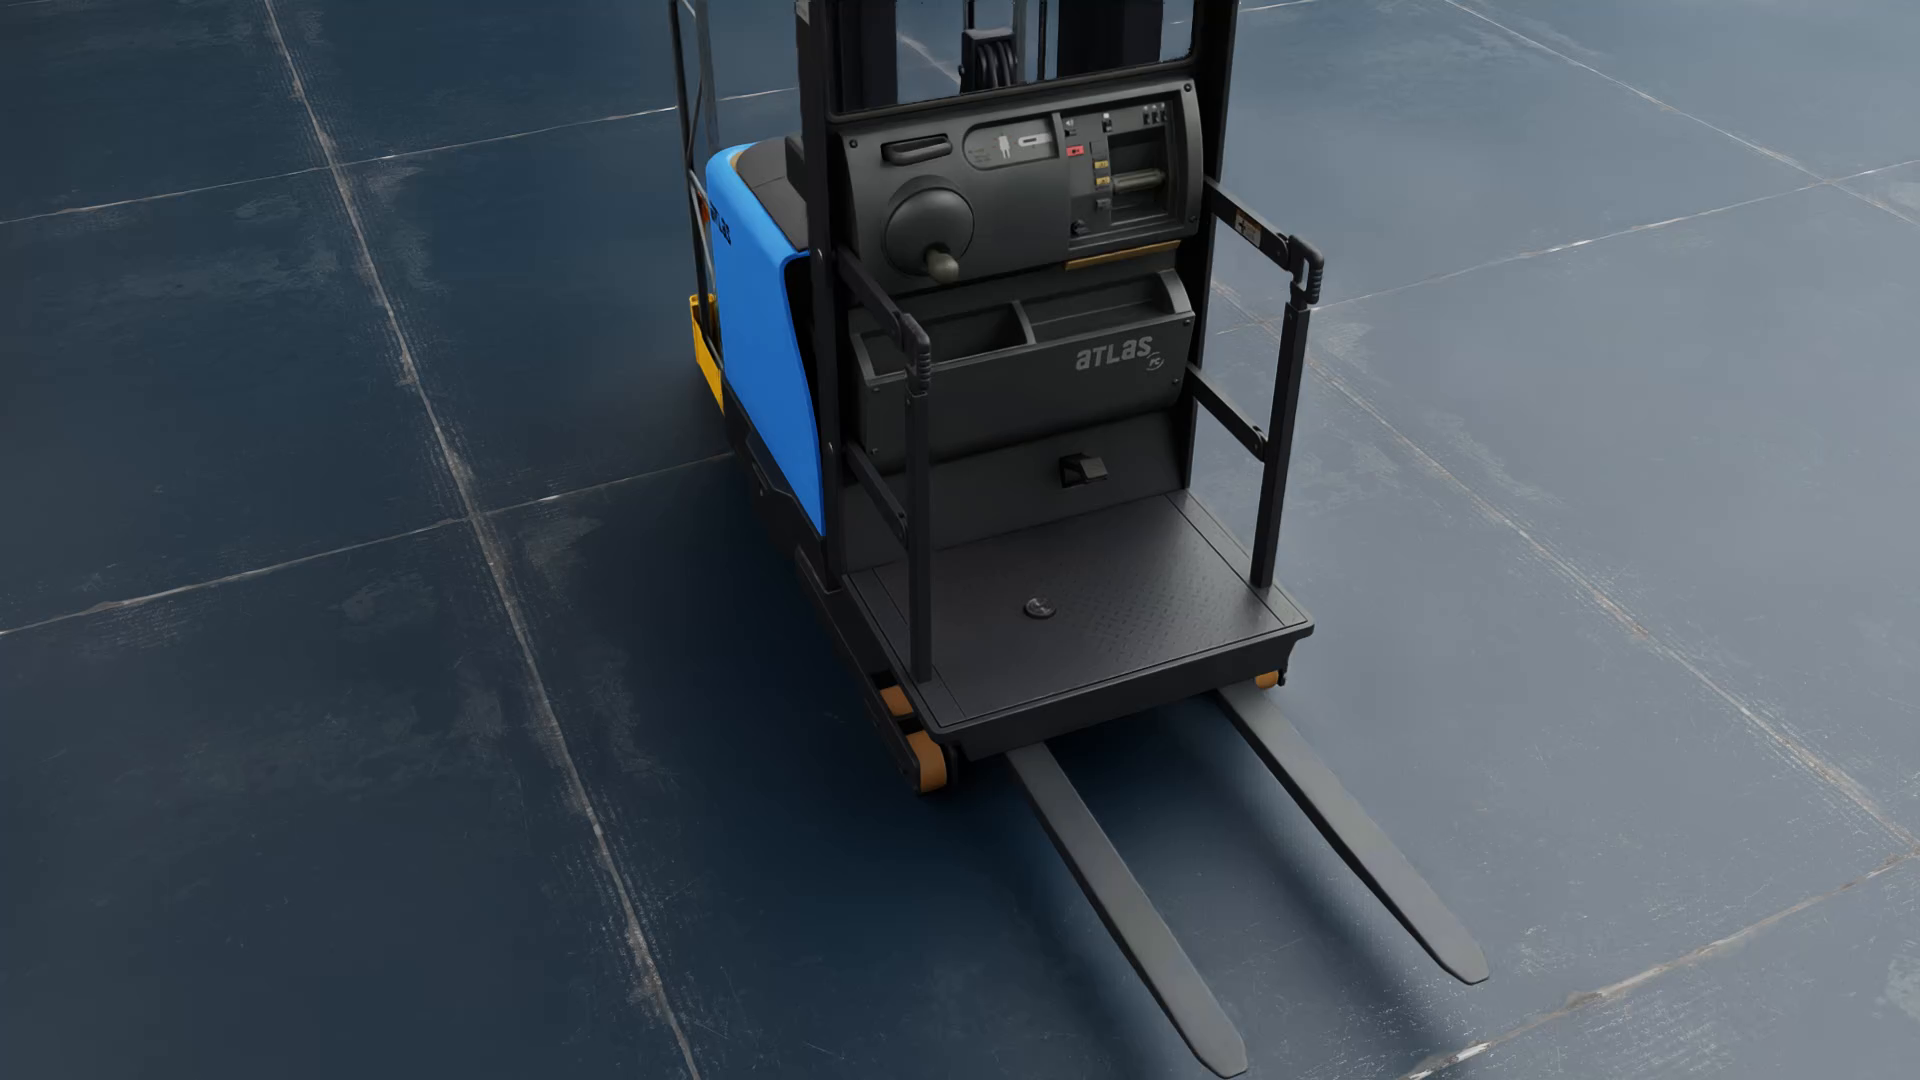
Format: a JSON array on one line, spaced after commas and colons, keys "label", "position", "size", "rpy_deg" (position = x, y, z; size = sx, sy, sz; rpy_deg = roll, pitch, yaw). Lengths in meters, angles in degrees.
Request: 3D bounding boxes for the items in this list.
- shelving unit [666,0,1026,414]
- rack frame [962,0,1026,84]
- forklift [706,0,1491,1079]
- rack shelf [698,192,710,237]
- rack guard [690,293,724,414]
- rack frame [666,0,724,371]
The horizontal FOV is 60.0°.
[{"label": "shelving unit", "position": [-0.377, -1.235, 5.654], "size": [1.083, 1.500, 0.587], "rpy_deg": [-12, 38, -16]}, {"label": "rack frame", "position": [0.108, -1.342, 5.798], "size": [0.032, 1.500, 0.500], "rpy_deg": [-12, 38, -16]}, {"label": "forklift", "position": [0.253, -0.806, 3.876], "size": [1.130, 2.935, 3.031], "rpy_deg": [-14, 39, -18]}, {"label": "rack shelf", "position": [-0.368, -1.092, 5.763], "size": [1.000, 0.185, 0.538], "rpy_deg": [-12, 38, -16]}, {"label": "rack guard", "position": [-0.843, -0.628, 5.885], "size": [0.087, 0.250, 0.587], "rpy_deg": [-12, 38, -16]}, {"label": "rack frame", "position": [-0.845, -1.131, 5.514], "size": [0.032, 1.500, 0.500], "rpy_deg": [-12, 38, -16]}]
